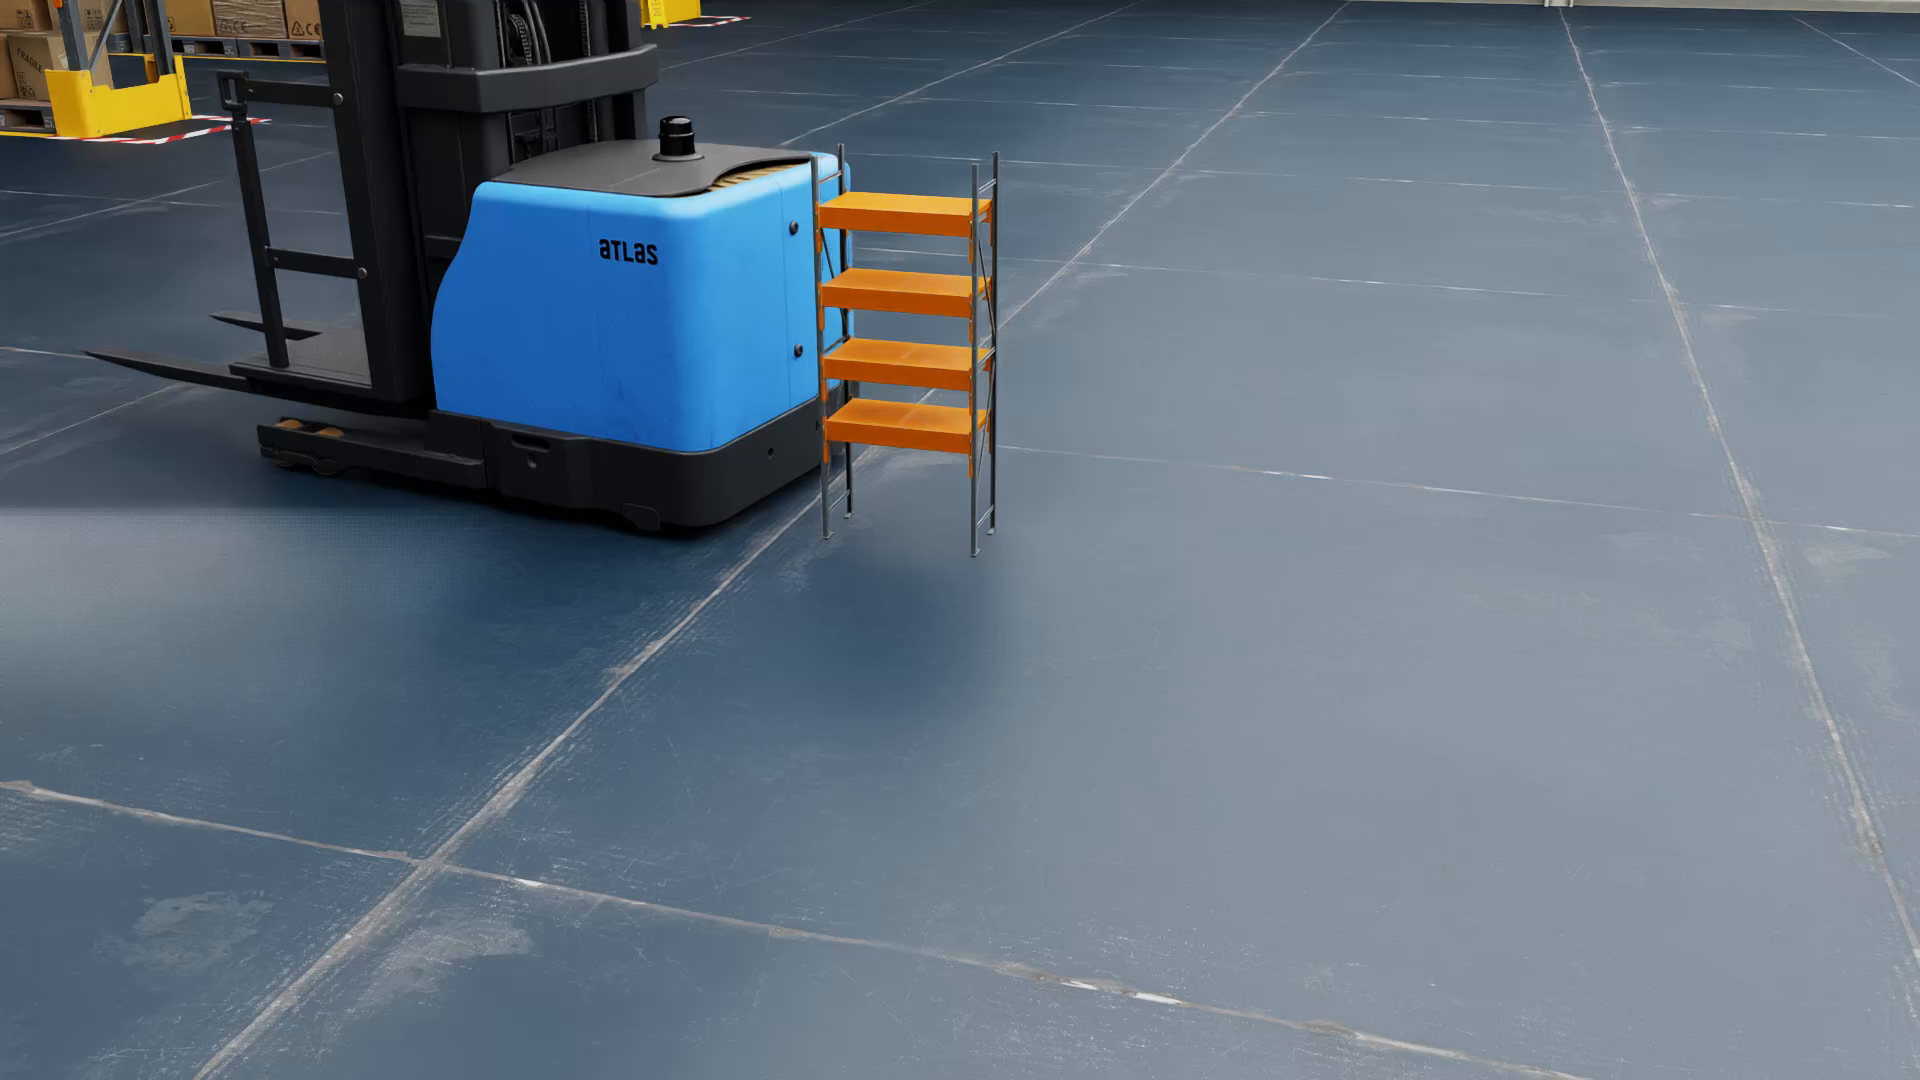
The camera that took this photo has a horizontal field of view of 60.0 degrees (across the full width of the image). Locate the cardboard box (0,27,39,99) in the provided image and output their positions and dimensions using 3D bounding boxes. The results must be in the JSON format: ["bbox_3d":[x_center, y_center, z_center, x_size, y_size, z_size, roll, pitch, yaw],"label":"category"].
[{"bbox_3d":[-7.802,-3.870,13.493,0.500,0.500,0.500,13,26,29],"label":"cardboard box"}]

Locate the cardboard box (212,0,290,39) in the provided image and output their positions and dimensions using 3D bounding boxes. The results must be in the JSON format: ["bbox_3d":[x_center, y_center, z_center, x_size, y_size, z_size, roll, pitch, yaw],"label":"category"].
[{"bbox_3d":[-7.481,-5.954,18.079,0.875,0.875,0.875,7,23,16],"label":"cardboard box"}]

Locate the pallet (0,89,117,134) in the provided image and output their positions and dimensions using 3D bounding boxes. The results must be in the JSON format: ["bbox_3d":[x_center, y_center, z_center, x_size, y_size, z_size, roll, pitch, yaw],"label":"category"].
[{"bbox_3d":[-7.468,-3.525,13.586,1.213,0.211,1.003,7,23,16],"label":"pallet"}]

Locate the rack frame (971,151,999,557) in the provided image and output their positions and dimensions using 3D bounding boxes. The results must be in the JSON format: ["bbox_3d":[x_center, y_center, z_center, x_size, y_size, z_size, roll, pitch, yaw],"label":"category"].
[{"bbox_3d":[0.075,-0.547,5.021,0.015,1.200,0.240,7,23,16],"label":"rack frame"}]

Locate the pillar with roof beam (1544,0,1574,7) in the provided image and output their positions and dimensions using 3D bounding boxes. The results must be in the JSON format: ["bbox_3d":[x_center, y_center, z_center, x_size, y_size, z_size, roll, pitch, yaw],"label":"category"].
[{"bbox_3d":[7.504,-10.409,18.789,0.400,9.000,9.100,7,23,16],"label":"pillar with roof beam"}]

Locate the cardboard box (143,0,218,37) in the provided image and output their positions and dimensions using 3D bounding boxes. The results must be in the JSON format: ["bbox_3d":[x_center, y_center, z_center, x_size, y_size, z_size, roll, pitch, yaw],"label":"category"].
[{"bbox_3d":[-8.345,-6.051,18.316,0.875,0.875,0.875,7,23,16],"label":"cardboard box"}]

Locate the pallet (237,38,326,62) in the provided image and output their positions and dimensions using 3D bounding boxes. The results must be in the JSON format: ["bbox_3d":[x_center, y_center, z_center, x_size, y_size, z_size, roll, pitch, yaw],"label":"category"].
[{"bbox_3d":[-7.050,-5.400,18.155,1.213,0.211,1.003,7,23,15],"label":"pallet"}]

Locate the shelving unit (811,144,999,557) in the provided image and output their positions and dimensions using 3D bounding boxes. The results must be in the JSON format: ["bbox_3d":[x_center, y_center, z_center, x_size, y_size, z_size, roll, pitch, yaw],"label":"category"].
[{"bbox_3d":[-0.158,-0.573,5.087,0.503,1.200,0.258,7,23,16],"label":"shelving unit"}]

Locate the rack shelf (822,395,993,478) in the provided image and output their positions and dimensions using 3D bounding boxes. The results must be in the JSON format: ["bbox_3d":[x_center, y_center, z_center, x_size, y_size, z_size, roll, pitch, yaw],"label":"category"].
[{"bbox_3d":[-0.158,-0.327,5.187,0.480,0.148,0.258,7,23,16],"label":"rack shelf"}]

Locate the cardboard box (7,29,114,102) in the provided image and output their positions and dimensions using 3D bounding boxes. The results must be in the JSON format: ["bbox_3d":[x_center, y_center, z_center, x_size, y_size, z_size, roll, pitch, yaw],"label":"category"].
[{"bbox_3d":[-7.220,-3.817,13.364,0.500,0.500,0.500,11,25,25],"label":"cardboard box"}]

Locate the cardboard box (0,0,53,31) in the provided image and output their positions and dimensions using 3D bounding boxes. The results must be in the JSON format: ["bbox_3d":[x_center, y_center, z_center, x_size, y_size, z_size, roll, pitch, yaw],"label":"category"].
[{"bbox_3d":[-10.470,-6.230,18.918,0.750,0.750,1.050,7,23,15],"label":"cardboard box"}]

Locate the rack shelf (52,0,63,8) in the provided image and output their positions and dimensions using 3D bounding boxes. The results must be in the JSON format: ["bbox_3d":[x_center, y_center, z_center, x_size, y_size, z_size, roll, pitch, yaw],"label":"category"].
[{"bbox_3d":[-8.542,-4.591,13.459,4.000,0.370,1.077,7,23,16],"label":"rack shelf"}]

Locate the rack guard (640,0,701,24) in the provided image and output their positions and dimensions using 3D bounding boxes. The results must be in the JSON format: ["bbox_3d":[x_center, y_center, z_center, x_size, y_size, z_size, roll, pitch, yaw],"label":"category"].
[{"bbox_3d":[-3.837,-7.157,22.060,0.348,0.500,1.175,7,23,16],"label":"rack guard"}]

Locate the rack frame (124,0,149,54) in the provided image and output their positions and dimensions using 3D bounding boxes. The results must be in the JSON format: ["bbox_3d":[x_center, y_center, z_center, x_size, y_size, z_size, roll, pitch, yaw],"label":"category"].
[{"bbox_3d":[-8.927,-6.934,18.223,0.127,3.000,1.000,7,23,16],"label":"rack frame"}]

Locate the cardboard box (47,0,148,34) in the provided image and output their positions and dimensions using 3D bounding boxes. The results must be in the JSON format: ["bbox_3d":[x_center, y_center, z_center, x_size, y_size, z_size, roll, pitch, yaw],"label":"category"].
[{"bbox_3d":[-9.548,-6.123,18.656,0.750,0.750,1.050,6,23,15],"label":"cardboard box"}]

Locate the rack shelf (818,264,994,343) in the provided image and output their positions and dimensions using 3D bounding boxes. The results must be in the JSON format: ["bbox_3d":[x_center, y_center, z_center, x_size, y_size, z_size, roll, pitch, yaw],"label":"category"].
[{"bbox_3d":[-0.158,-0.718,5.027,0.480,0.148,0.258,7,23,16],"label":"rack shelf"}]

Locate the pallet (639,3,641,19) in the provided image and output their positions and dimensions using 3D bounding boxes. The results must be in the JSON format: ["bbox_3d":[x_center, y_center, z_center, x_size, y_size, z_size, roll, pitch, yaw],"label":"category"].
[{"bbox_3d":[-4.605,-7.126,22.363,1.213,0.211,1.003,7,23,16],"label":"pallet"}]

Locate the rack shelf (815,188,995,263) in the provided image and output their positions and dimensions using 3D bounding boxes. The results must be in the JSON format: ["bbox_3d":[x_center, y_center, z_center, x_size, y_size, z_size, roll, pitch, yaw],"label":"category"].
[{"bbox_3d":[-0.158,-0.937,4.937,0.480,0.148,0.258,7,23,16],"label":"rack shelf"}]

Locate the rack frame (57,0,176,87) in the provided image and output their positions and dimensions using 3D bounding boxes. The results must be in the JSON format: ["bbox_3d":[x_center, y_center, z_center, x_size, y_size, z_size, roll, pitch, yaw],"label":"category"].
[{"bbox_3d":[-6.627,-4.705,12.788,0.127,3.000,1.000,7,23,16],"label":"rack frame"}]

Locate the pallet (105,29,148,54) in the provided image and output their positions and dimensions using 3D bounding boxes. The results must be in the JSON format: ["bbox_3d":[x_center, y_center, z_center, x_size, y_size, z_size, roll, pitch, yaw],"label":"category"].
[{"bbox_3d":[-9.688,-5.702,18.892,1.213,0.211,1.003,7,23,16],"label":"pallet"}]

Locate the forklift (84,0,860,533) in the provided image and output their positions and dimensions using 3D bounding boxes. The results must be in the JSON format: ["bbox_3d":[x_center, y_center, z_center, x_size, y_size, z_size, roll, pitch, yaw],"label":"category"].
[{"bbox_3d":[-1.911,-1.748,5.670,3.031,2.935,1.130,11,25,24],"label":"forklift"}]

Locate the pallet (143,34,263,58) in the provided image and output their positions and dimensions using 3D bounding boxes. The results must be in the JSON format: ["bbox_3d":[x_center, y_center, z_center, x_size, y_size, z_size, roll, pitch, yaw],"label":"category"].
[{"bbox_3d":[-8.222,-5.533,18.480,1.213,0.211,1.003,7,23,15],"label":"pallet"}]

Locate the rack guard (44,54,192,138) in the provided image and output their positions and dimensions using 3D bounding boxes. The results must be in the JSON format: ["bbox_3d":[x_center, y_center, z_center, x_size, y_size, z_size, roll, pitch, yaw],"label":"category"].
[{"bbox_3d":[-6.700,-3.557,13.282,0.348,0.500,1.175,7,23,16],"label":"rack guard"}]

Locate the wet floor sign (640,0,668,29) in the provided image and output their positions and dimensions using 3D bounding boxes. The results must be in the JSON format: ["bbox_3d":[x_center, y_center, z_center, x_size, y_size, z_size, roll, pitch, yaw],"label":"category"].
[{"bbox_3d":[-3.892,-6.807,21.014,0.232,0.644,0.267,16,27,34],"label":"wet floor sign"}]

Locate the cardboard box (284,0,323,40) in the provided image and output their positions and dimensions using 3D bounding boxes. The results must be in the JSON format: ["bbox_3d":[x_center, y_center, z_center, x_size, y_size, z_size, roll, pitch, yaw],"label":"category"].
[{"bbox_3d":[-6.609,-5.853,17.833,0.875,0.875,0.875,6,23,15],"label":"cardboard box"}]

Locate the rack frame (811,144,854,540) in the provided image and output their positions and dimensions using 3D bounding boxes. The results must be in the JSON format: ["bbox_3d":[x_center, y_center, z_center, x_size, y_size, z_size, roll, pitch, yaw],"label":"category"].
[{"bbox_3d":[-0.392,-0.600,5.152,0.015,1.200,0.240,7,23,16],"label":"rack frame"}]

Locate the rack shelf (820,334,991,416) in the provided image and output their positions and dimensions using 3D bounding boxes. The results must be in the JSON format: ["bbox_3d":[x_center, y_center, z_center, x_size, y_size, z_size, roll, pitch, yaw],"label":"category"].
[{"bbox_3d":[-0.158,-0.511,5.112,0.480,0.148,0.258,7,23,16],"label":"rack shelf"}]
